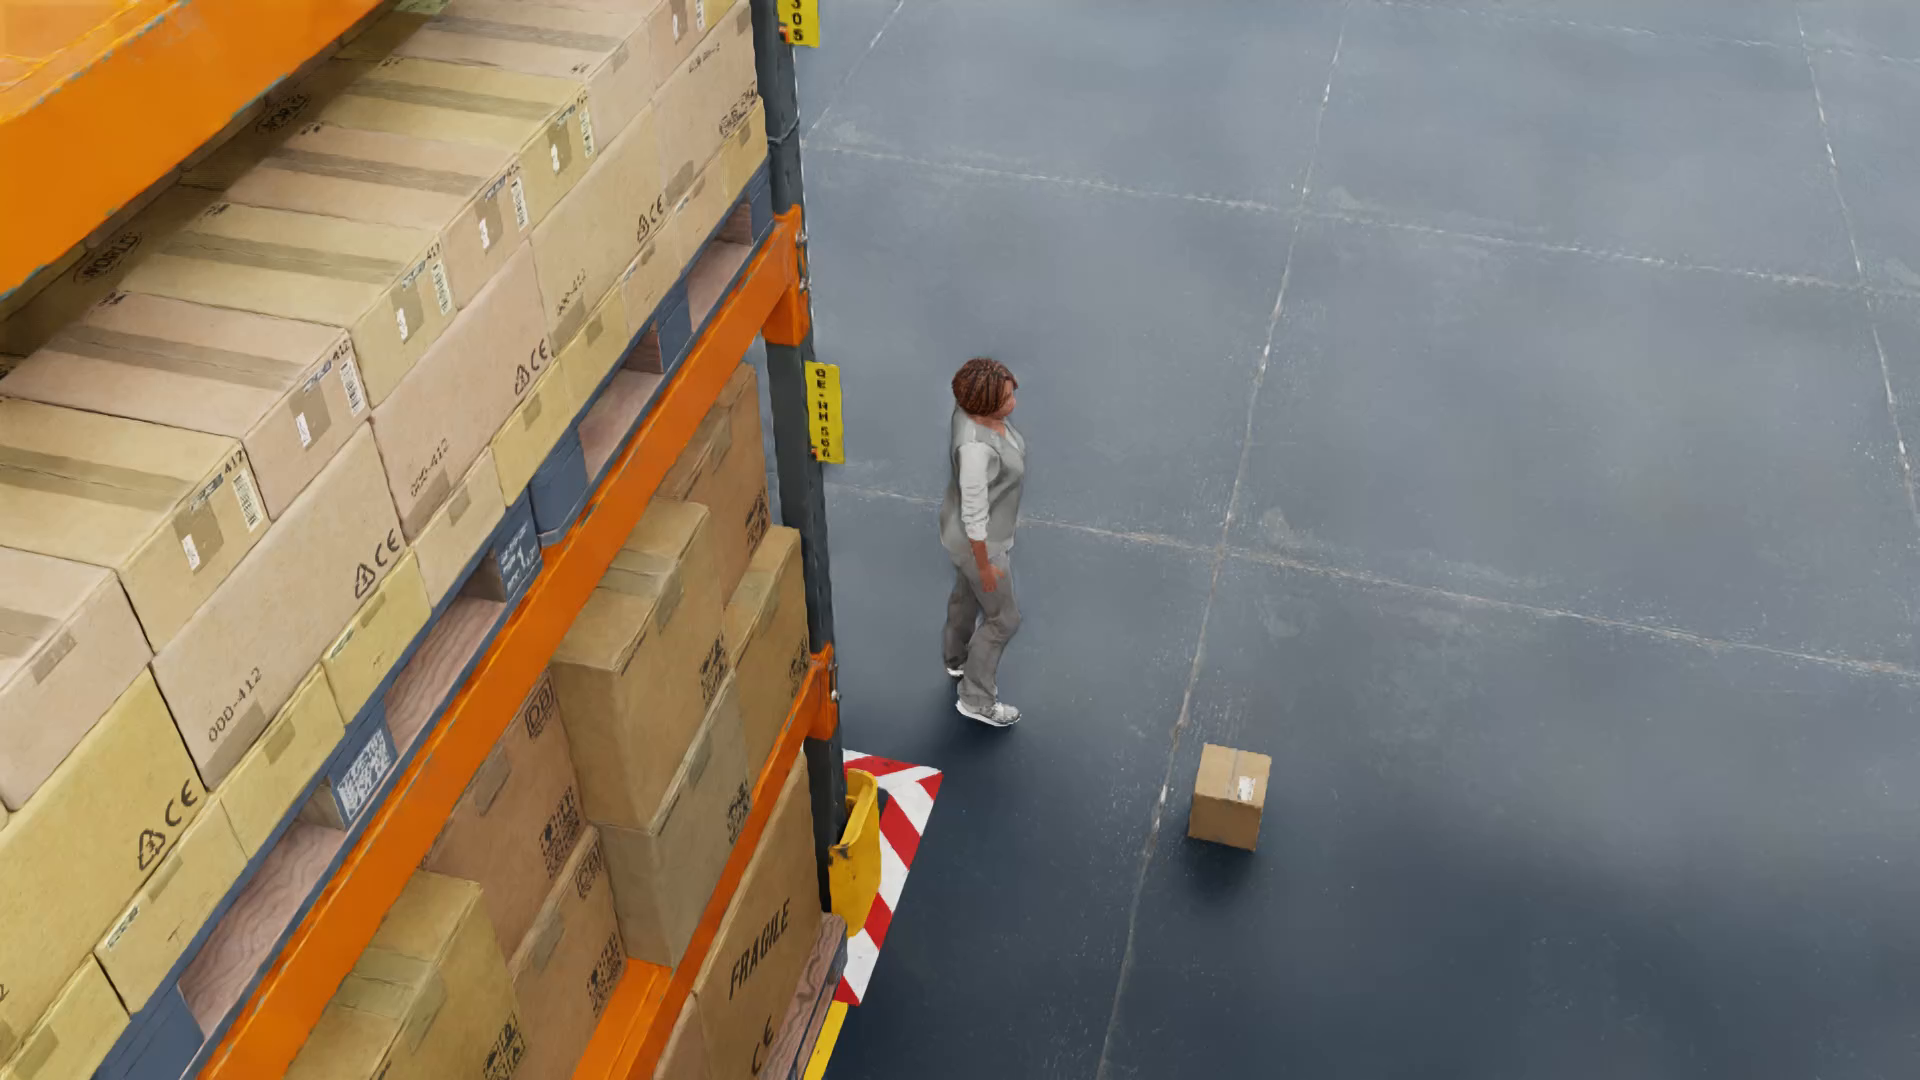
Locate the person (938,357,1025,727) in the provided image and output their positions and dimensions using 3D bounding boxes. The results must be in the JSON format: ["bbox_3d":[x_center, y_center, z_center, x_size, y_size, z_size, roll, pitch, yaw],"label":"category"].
[{"bbox_3d":[0.078,-0.017,6.185,0.317,1.627,0.492,-1,42,-1],"label":"person"}]
